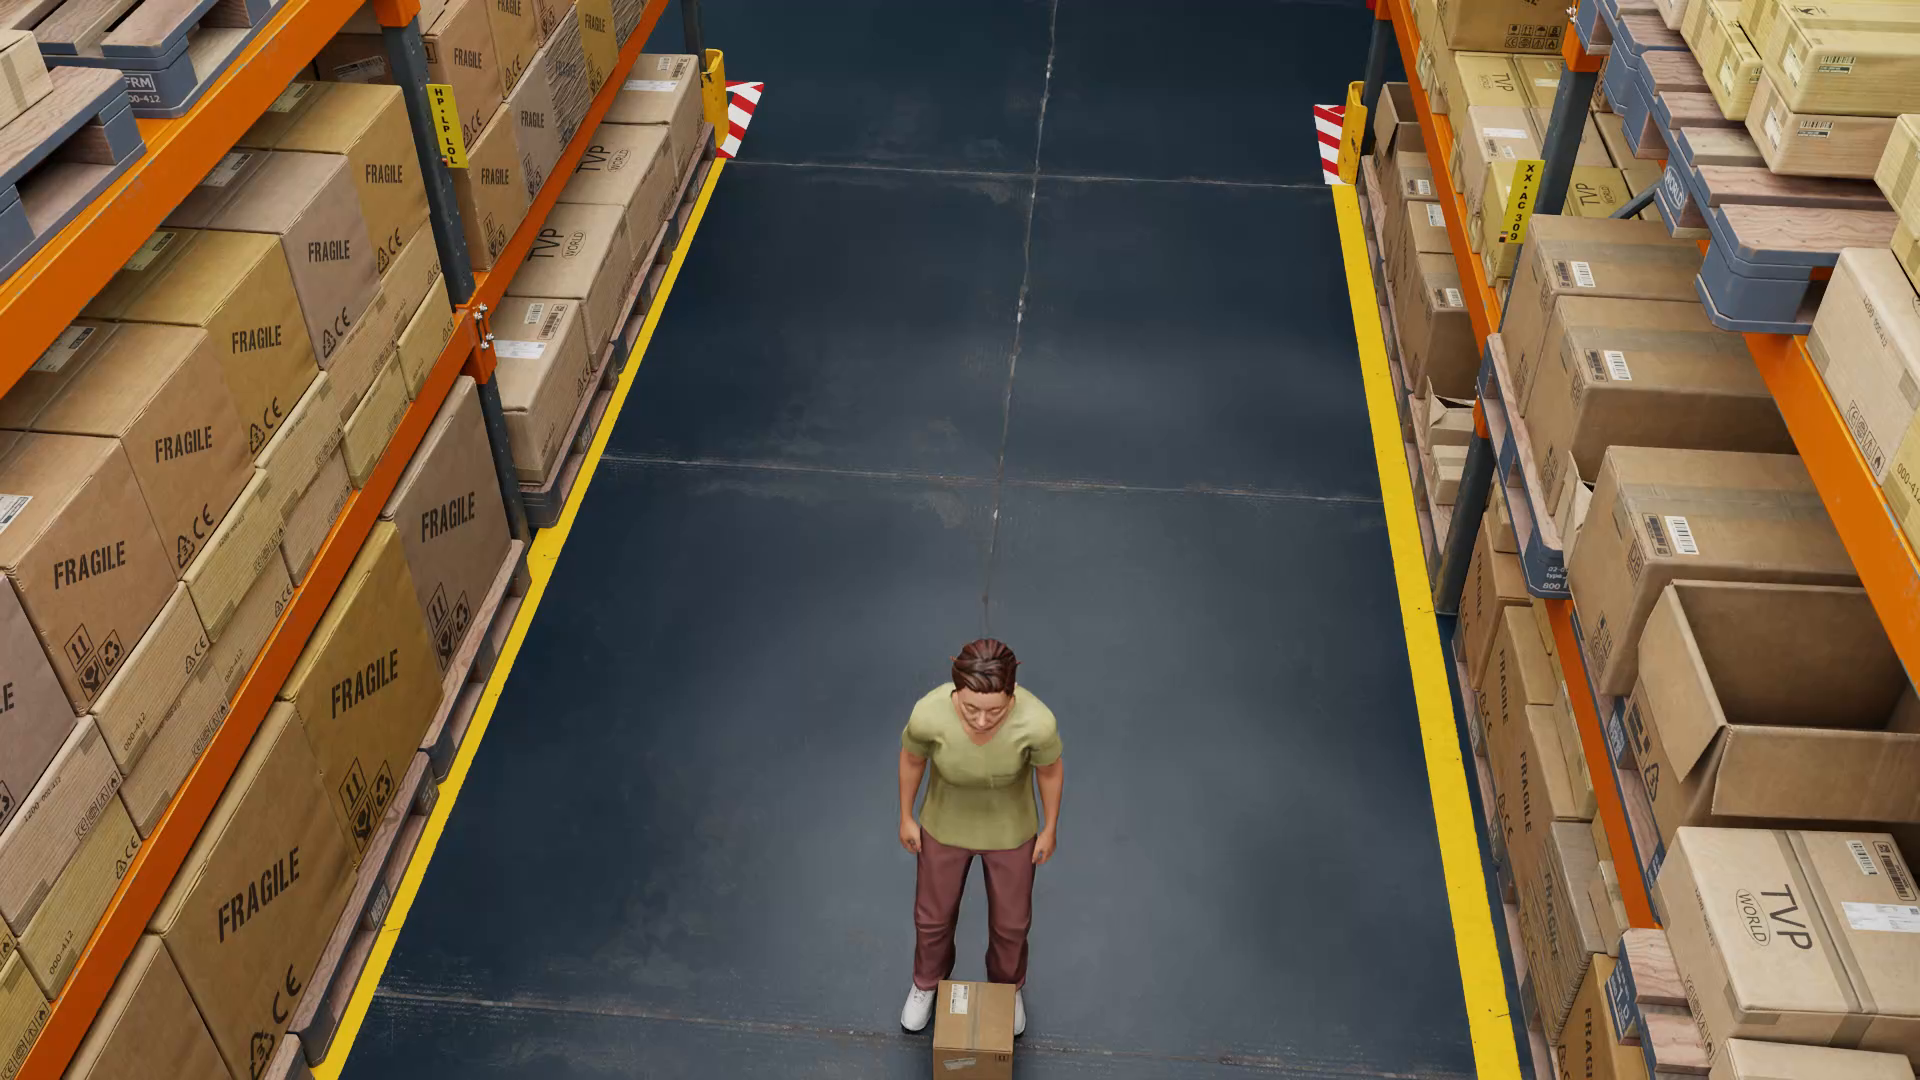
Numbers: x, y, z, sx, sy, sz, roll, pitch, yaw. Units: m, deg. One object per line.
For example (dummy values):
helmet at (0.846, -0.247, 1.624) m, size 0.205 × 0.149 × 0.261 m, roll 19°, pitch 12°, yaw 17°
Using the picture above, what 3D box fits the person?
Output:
person at (0.057, 0.900, 5.093) m, size 0.497 × 1.672 × 0.360 m, roll 3°, pitch 40°, yaw 4°
